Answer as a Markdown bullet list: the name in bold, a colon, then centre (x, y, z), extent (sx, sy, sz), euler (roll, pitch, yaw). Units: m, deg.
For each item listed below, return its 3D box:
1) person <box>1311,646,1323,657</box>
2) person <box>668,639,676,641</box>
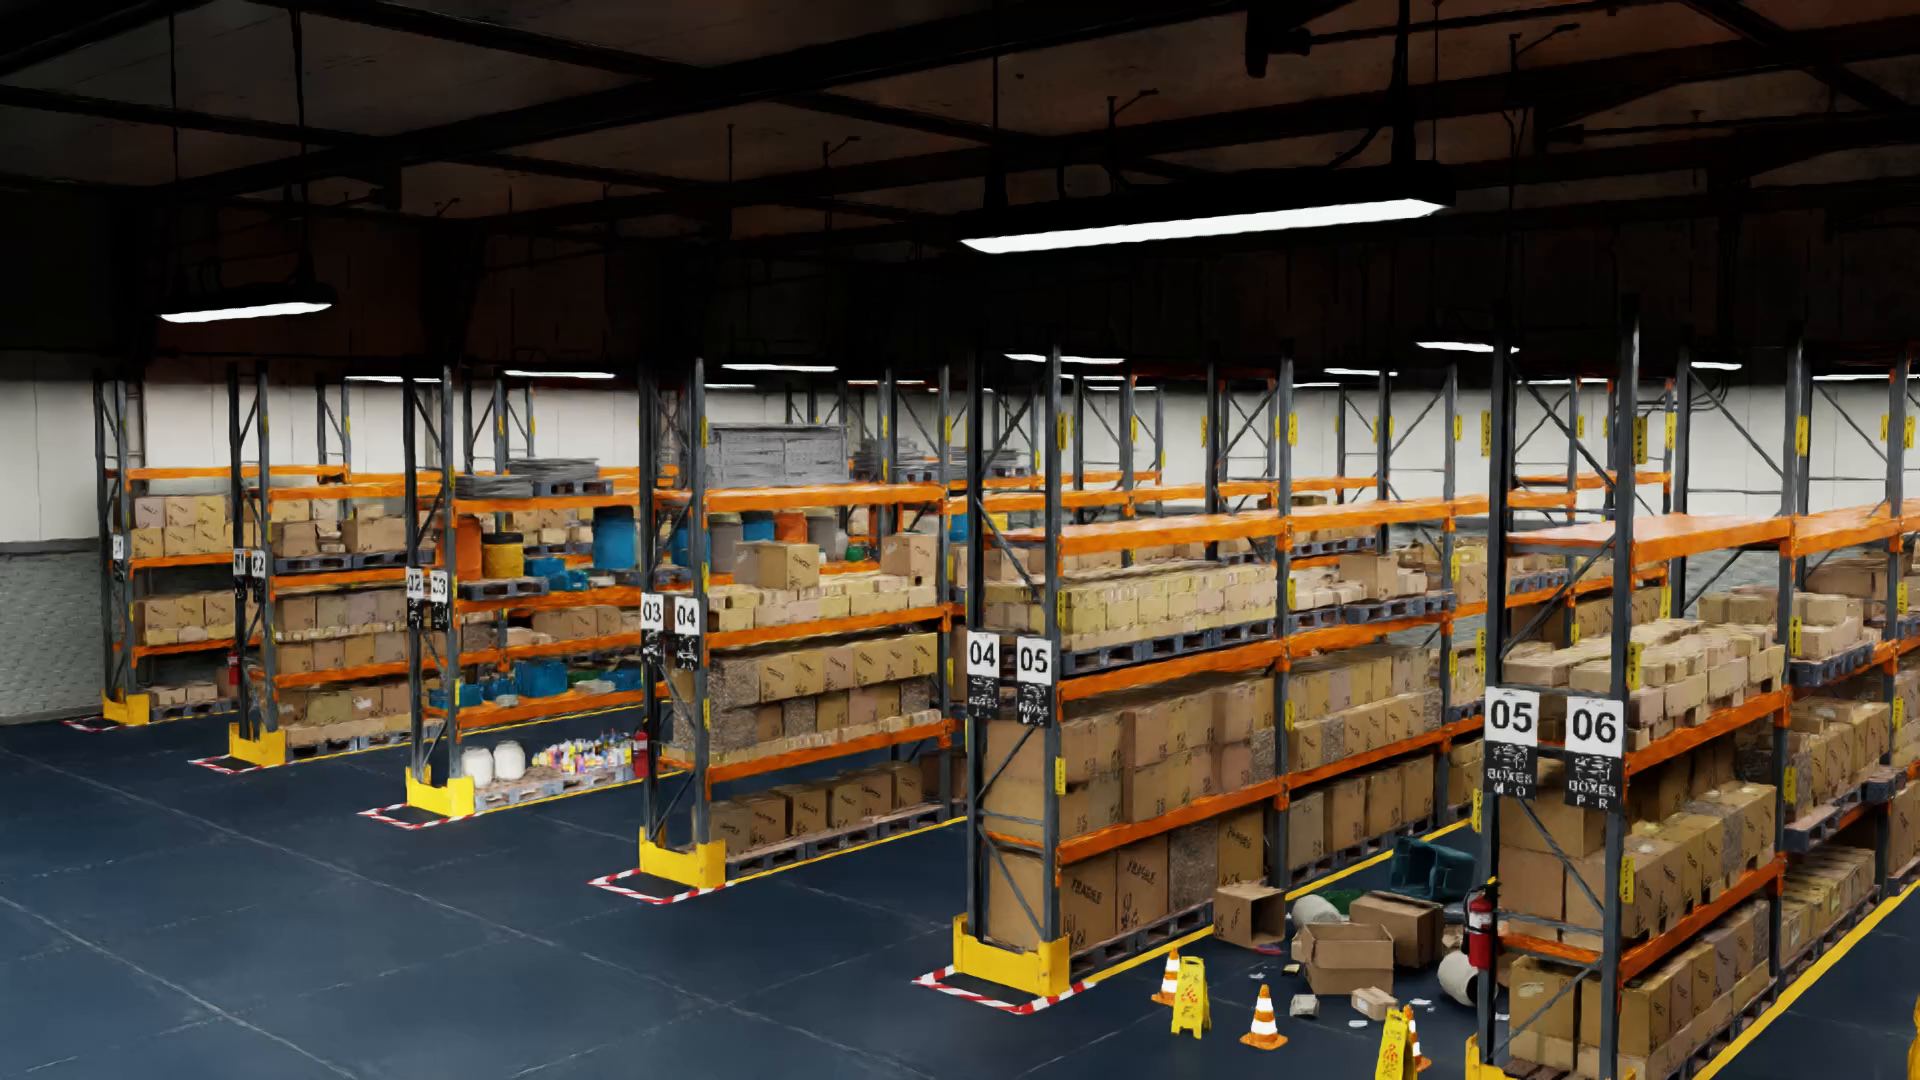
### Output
- **person**: centre (5.646, 2.441, 26.140), extent (0.598, 1.619, 0.507), euler (3, 5, 39)
- **person**: centre (-5.691, 1.884, 33.289), extent (0.543, 1.647, 1.115), euler (4, 6, 43)
